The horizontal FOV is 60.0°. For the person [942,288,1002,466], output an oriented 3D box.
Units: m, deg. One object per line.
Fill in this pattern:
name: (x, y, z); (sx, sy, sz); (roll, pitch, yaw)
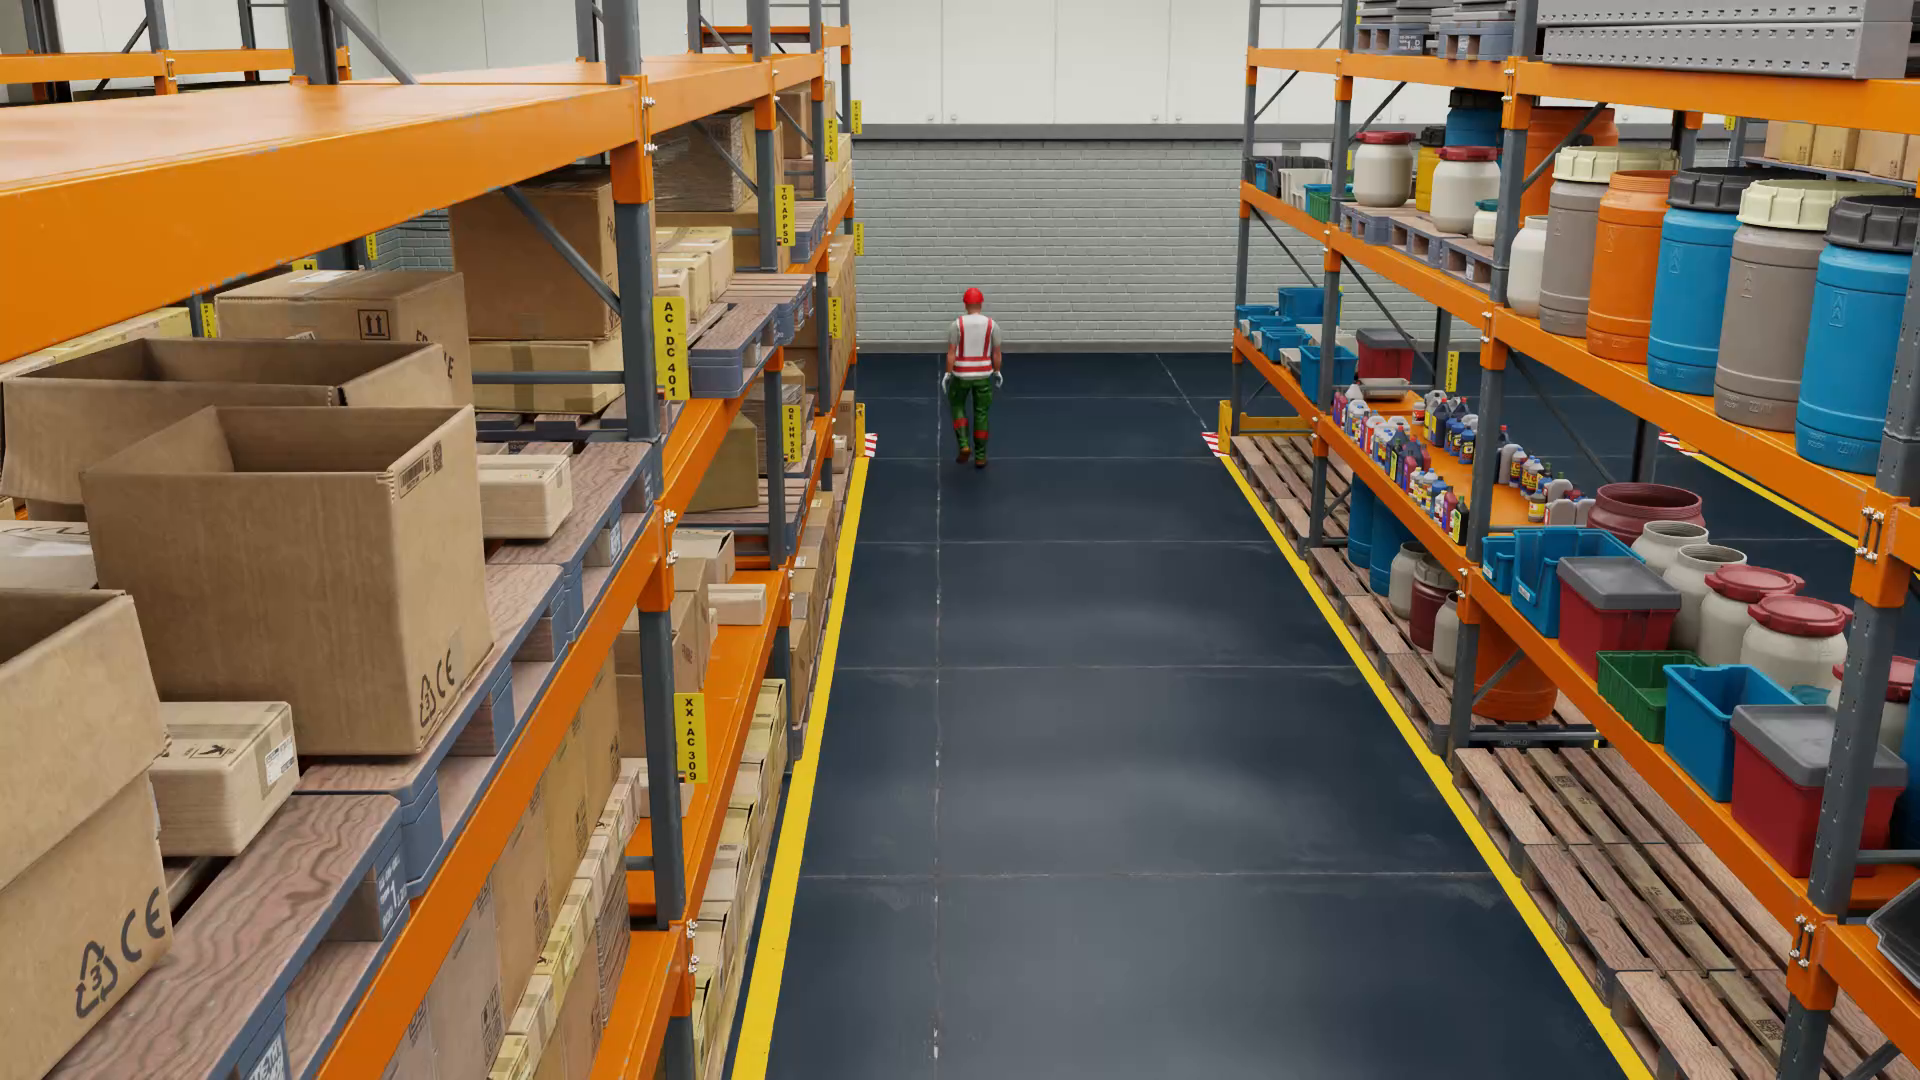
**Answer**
person: (0.122, -1.648, 16.877); (0.629, 1.826, 0.462); (-1, 17, -3)
